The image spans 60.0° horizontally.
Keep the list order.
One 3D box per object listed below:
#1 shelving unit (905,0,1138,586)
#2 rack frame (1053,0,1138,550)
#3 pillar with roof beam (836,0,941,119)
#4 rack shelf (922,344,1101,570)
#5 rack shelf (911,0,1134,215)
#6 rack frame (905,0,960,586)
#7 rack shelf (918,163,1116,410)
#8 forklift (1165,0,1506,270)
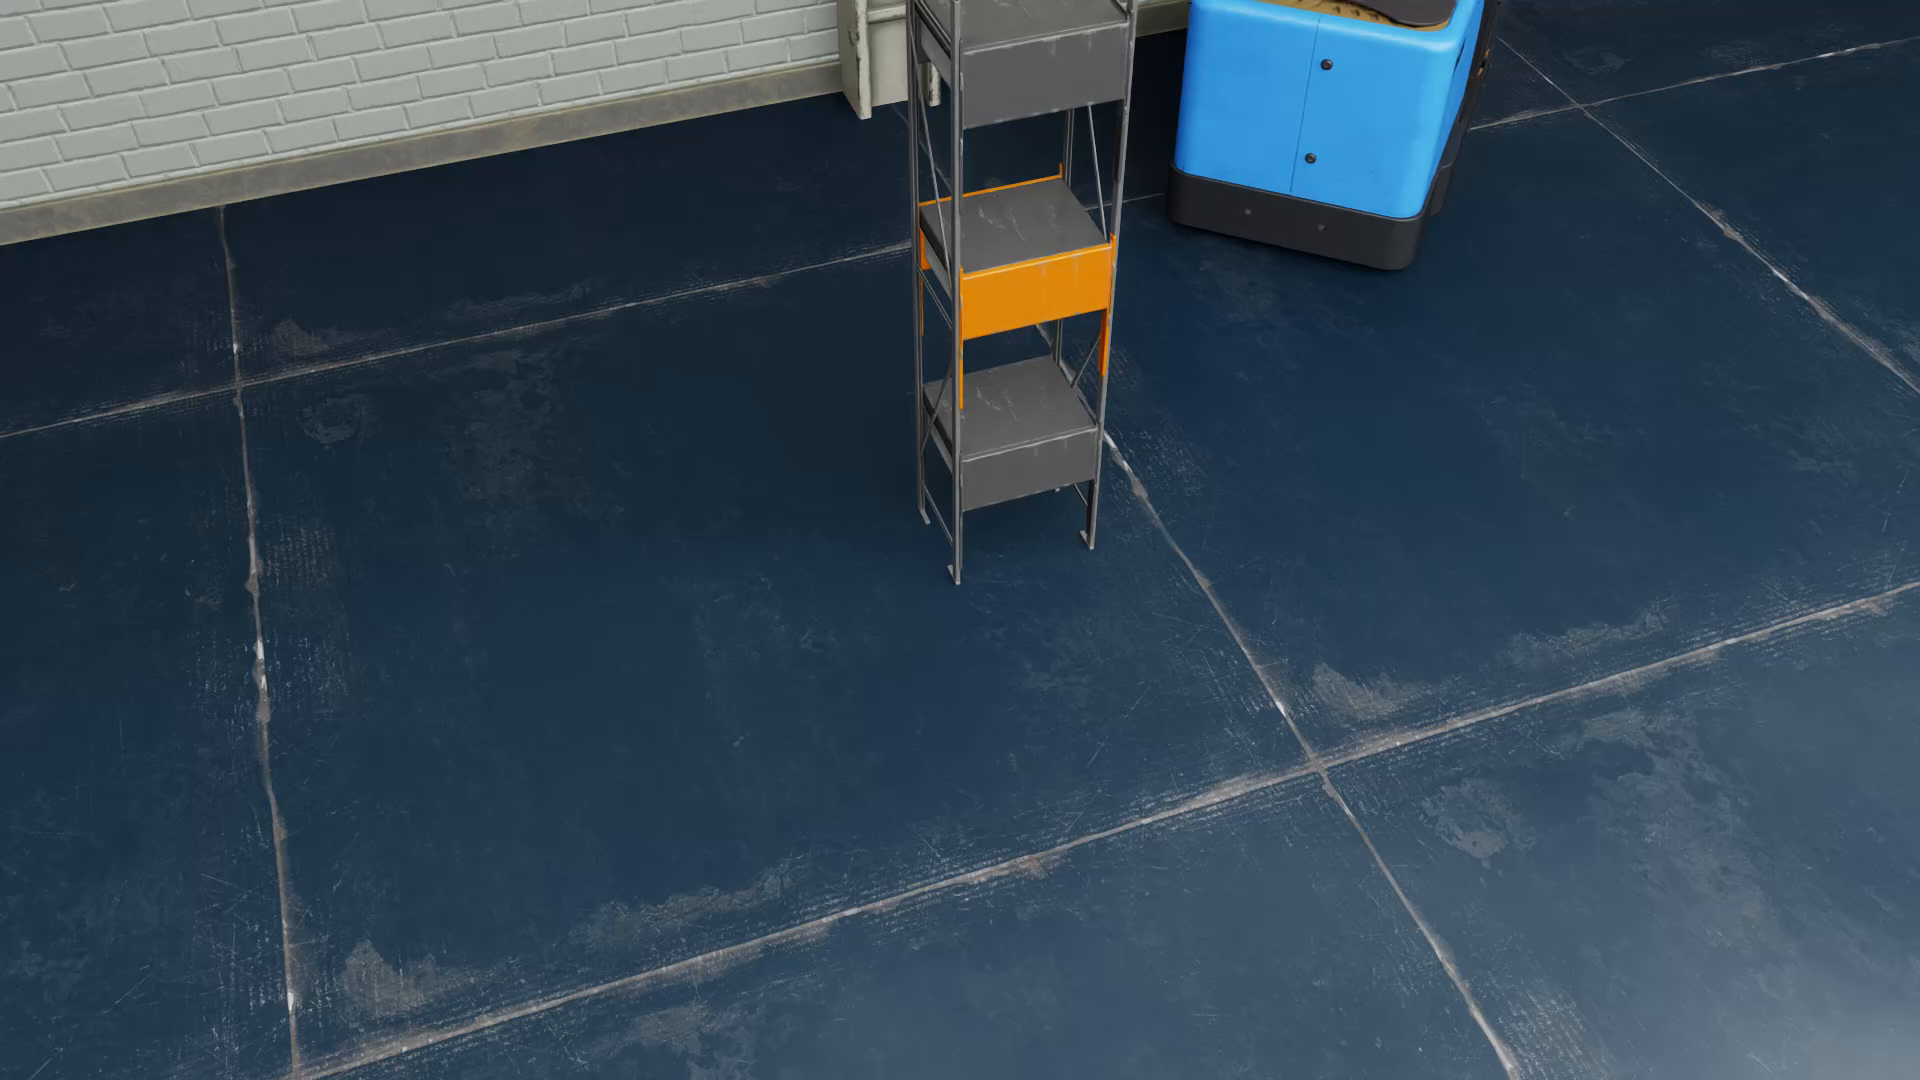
[{"bbox_3d":[0.156,-0.781,5.046,0.503,2.100,0.431,-14,47,-14],"label":"shelving unit"},{"bbox_3d":[0.385,-0.840,5.104,0.015,2.100,0.400,-14,47,-14],"label":"rack frame"},{"bbox_3d":[1.134,-2.403,1.791,0.400,9.000,9.100,-14,47,-14],"label":"pillar with roof beam"},{"bbox_3d":[0.156,-0.277,5.551,0.480,0.518,0.431,-14,47,-14],"label":"rack shelf"},{"bbox_3d":[0.156,-1.266,4.560,0.480,0.518,0.431,-14,47,-14],"label":"rack shelf"},{"bbox_3d":[-0.074,-0.722,4.987,0.015,2.100,0.400,-14,47,-14],"label":"rack frame"},{"bbox_3d":[0.156,-0.771,5.056,0.480,0.518,0.431,-14,47,-14],"label":"rack shelf"},{"bbox_3d":[1.891,-3.187,6.857,1.130,2.935,3.031,16,47,15],"label":"forklift"}]
